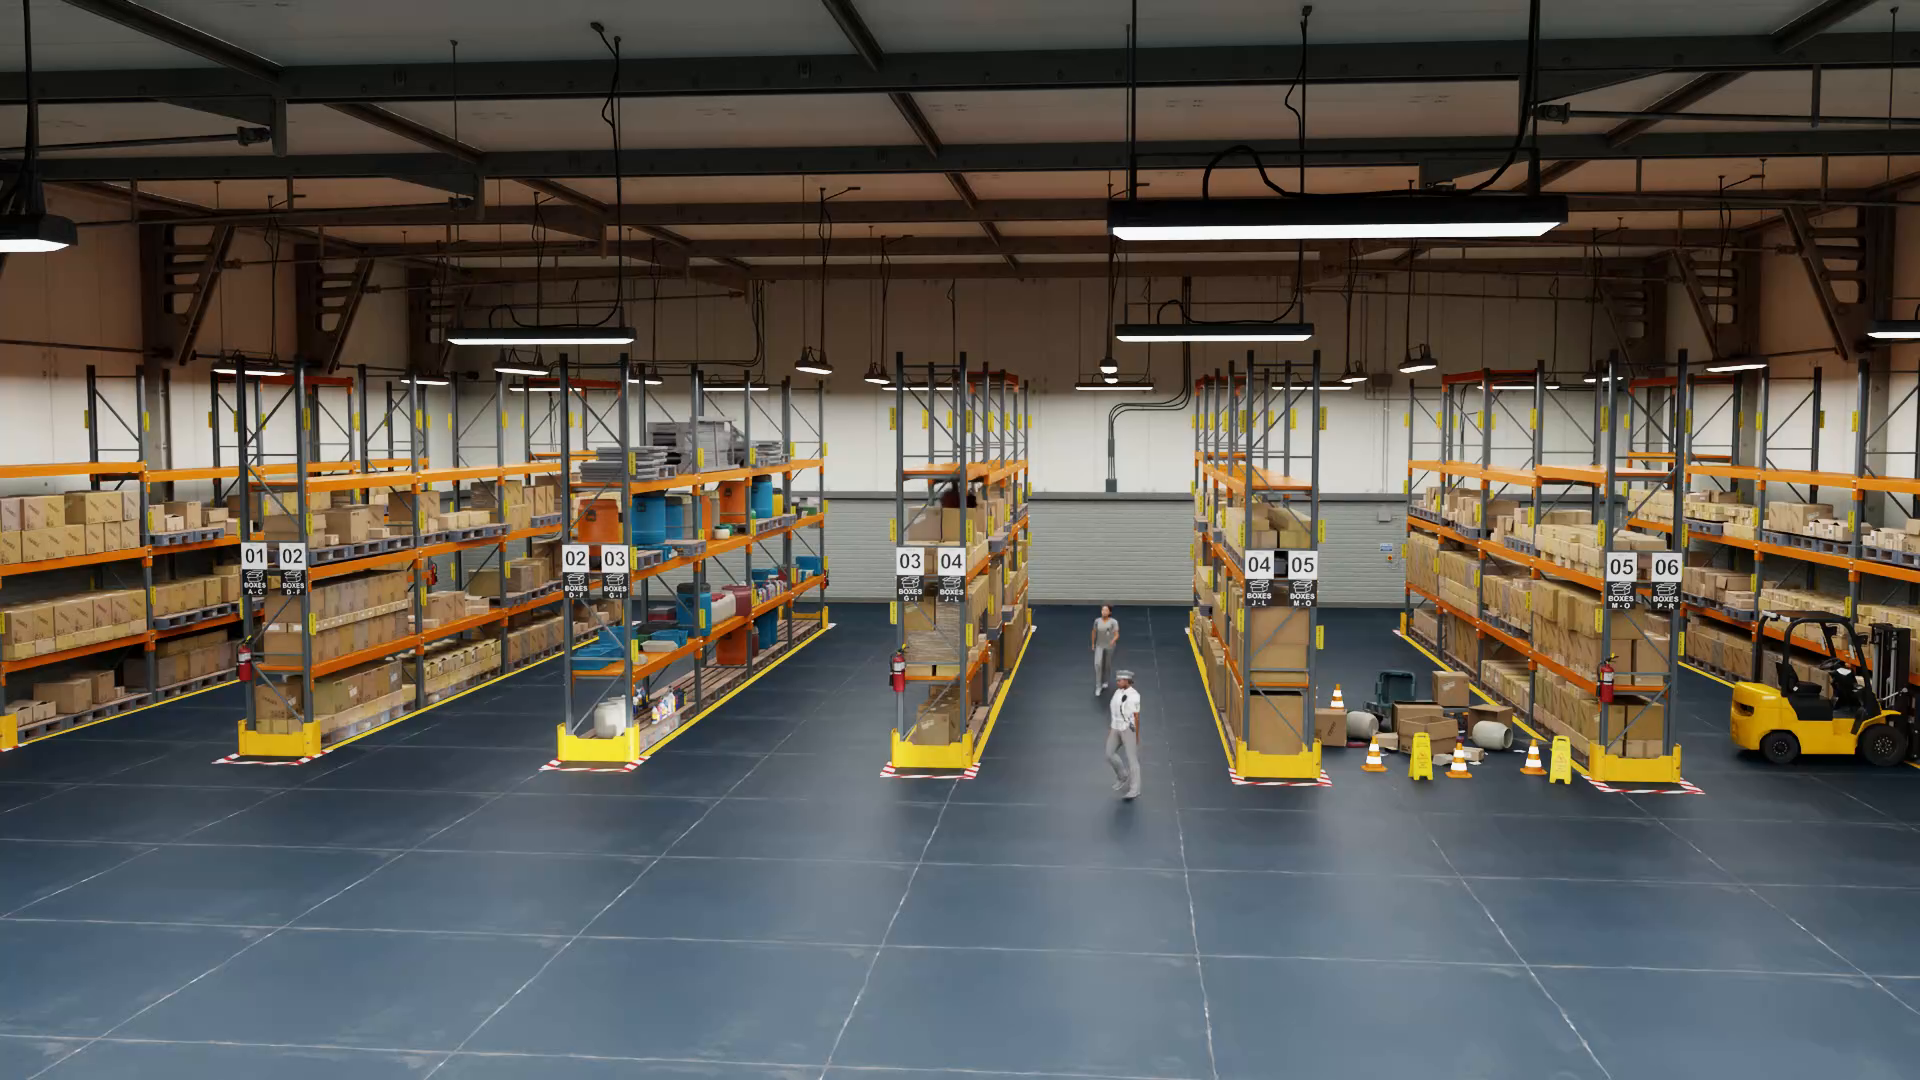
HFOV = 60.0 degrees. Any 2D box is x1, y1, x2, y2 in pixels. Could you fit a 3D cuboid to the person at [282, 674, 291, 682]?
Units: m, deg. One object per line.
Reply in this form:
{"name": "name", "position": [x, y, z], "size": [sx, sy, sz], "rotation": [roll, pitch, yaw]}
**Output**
{"name": "person", "position": [-11.925, 2.050, 29.851], "size": [0.733, 1.637, 1.128], "rotation": [0, 4, -2]}

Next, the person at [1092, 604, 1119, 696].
{"name": "person", "position": [2.688, 2.009, 30.812], "size": [0.511, 1.652, 0.973], "rotation": [1, 4, 8]}

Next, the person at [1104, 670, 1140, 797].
{"name": "person", "position": [2.216, 2.575, 22.300], "size": [0.408, 1.689, 0.566], "rotation": [-3, 5, -35]}
